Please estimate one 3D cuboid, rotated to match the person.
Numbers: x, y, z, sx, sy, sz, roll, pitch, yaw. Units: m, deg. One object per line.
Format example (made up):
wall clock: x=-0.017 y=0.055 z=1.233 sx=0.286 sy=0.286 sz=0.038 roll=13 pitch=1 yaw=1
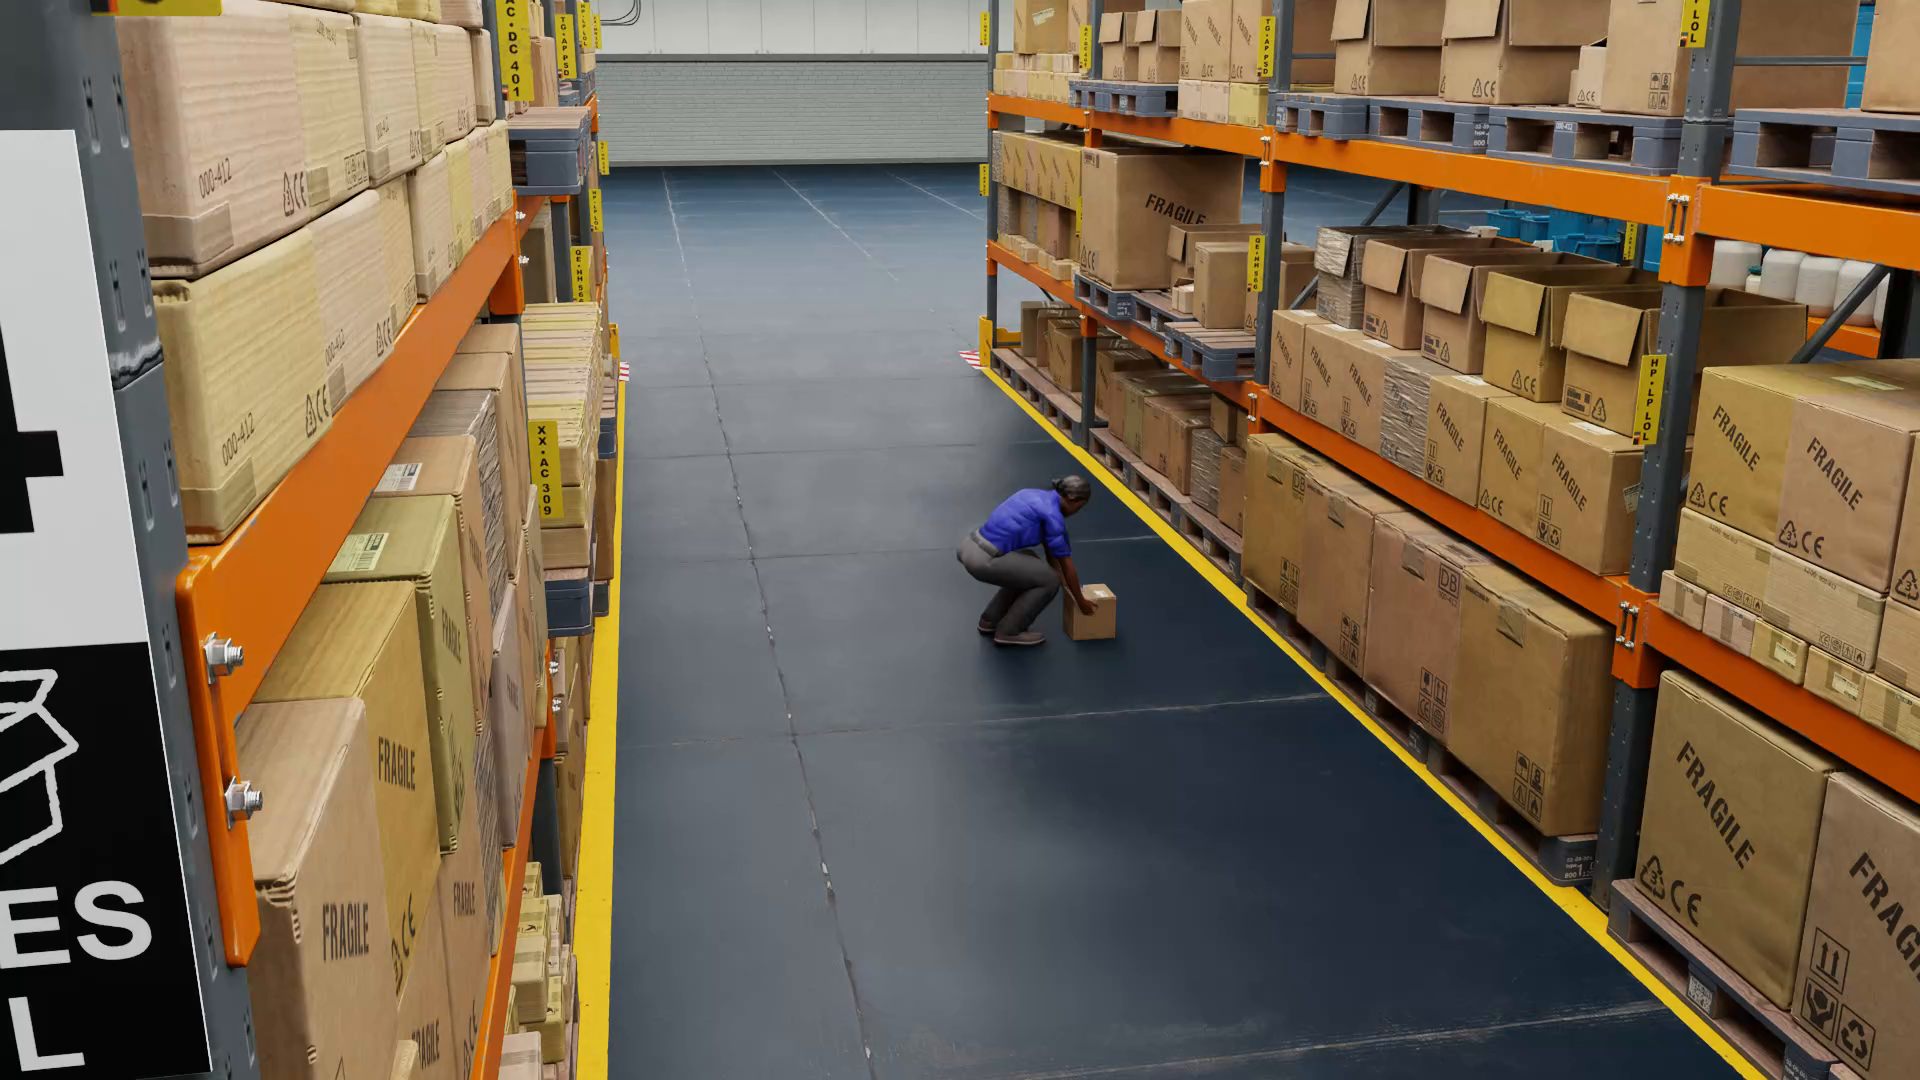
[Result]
person: x=0.375 y=0.106 z=9.480 sx=0.799 sy=0.932 sz=0.475 roll=-3 pitch=17 yaw=-11
